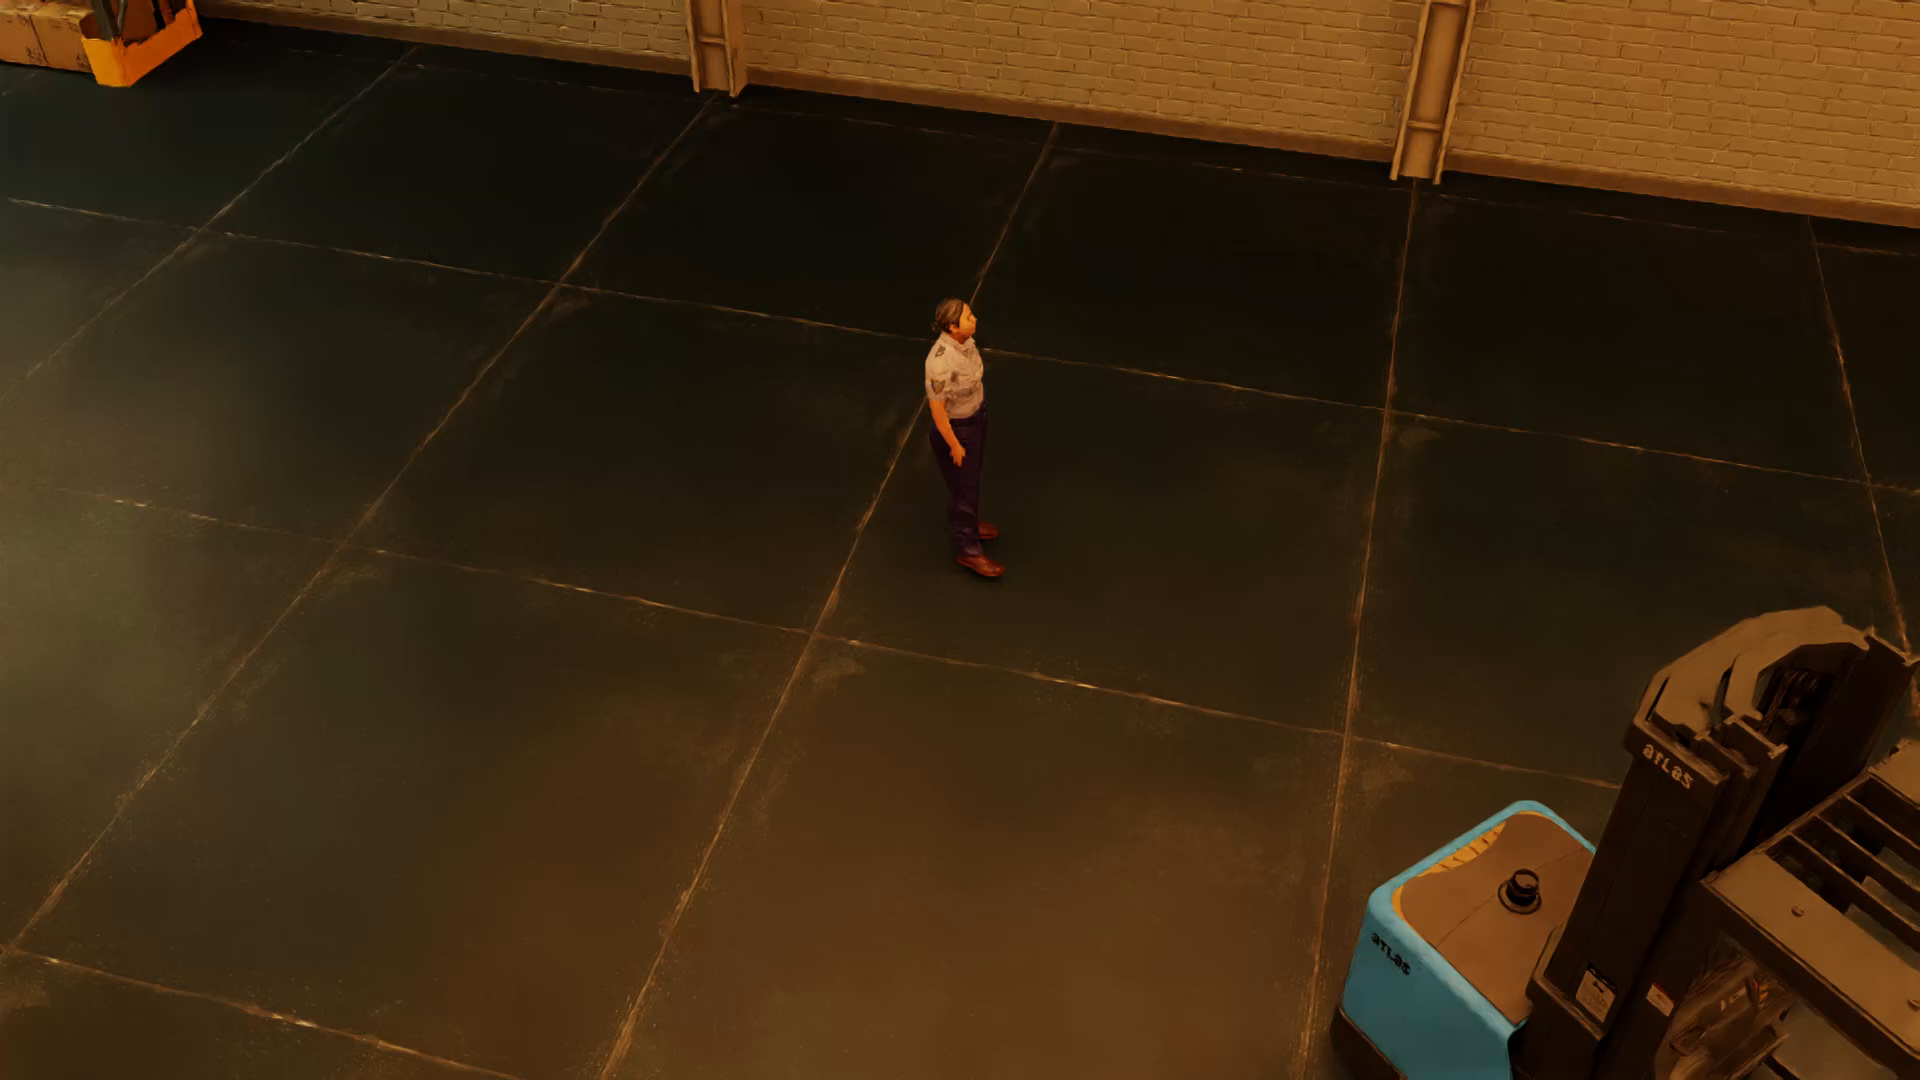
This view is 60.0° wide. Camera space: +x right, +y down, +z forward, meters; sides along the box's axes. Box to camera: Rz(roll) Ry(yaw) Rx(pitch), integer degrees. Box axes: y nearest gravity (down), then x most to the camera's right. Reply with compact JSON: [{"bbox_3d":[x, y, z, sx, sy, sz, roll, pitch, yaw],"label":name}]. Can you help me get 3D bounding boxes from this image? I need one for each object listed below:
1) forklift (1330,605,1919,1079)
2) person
[{"bbox_3d":[2.893,1.790,5.820,1.130,2.935,3.031,-24,47,-25],"label":"forklift"},{"bbox_3d":[0.080,-0.625,9.477,0.503,1.650,0.599,10,42,11],"label":"person"}]
